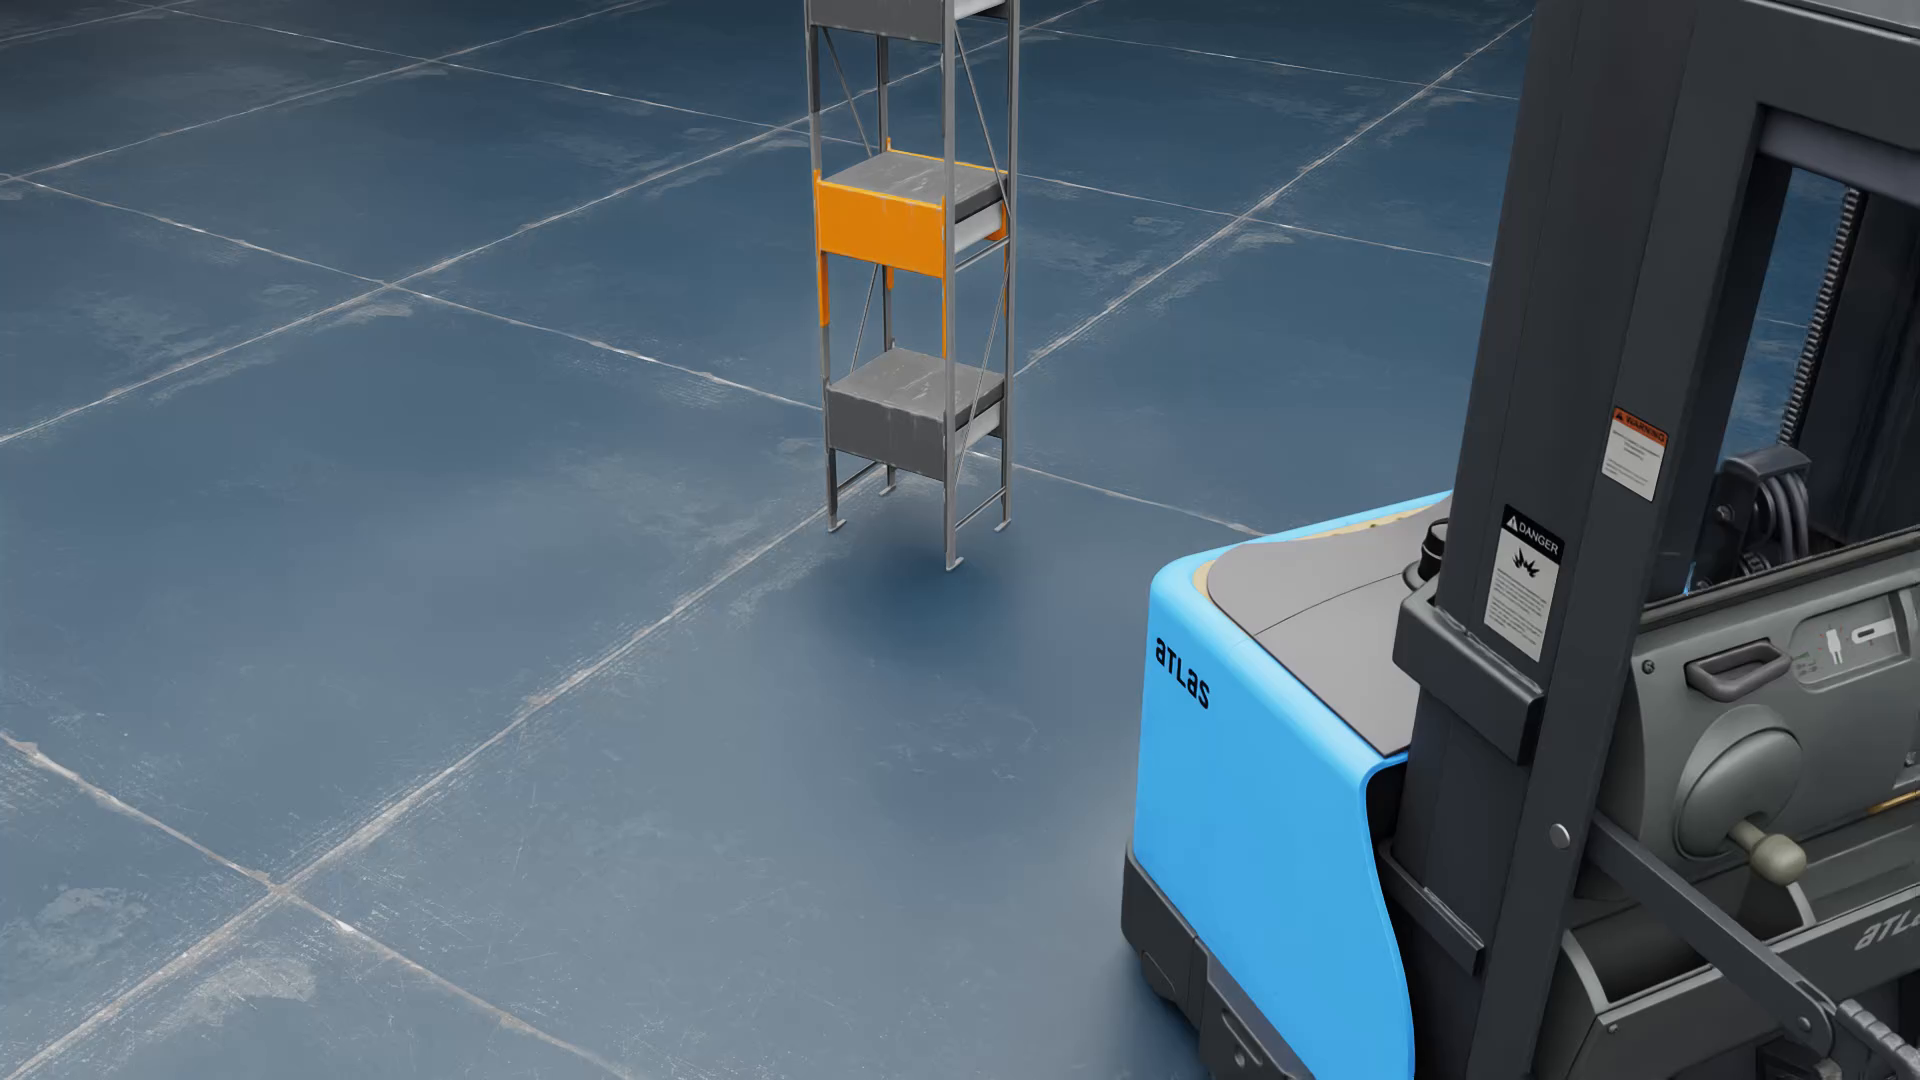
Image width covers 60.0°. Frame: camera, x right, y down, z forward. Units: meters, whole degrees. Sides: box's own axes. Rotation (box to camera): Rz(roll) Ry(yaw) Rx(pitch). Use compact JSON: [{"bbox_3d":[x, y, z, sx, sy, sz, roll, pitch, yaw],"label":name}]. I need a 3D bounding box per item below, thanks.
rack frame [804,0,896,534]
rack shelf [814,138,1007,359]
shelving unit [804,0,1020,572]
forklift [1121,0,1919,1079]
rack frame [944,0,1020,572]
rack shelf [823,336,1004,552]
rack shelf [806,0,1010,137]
[{"bbox_3d":[-0.347,-1.017,5.409,0.015,2.100,0.400,18,35,27],"label":"rack frame"},{"bbox_3d":[-0.140,-0.940,5.304,0.480,0.518,0.431,18,35,27],"label":"rack shelf"},{"bbox_3d":[-0.140,-0.951,5.297,0.503,2.100,0.431,18,35,27],"label":"shelving unit"},{"bbox_3d":[1.463,0.284,2.355,1.130,2.935,3.031,-13,33,-21],"label":"forklift"},{"bbox_3d":[0.066,-0.886,5.185,0.015,2.100,0.400,18,35,27],"label":"rack frame"},{"bbox_3d":[-0.140,-0.335,5.657,0.480,0.518,0.431,18,35,27],"label":"rack shelf"},{"bbox_3d":[-0.140,-1.544,4.951,0.480,0.518,0.431,18,35,27],"label":"rack shelf"}]
